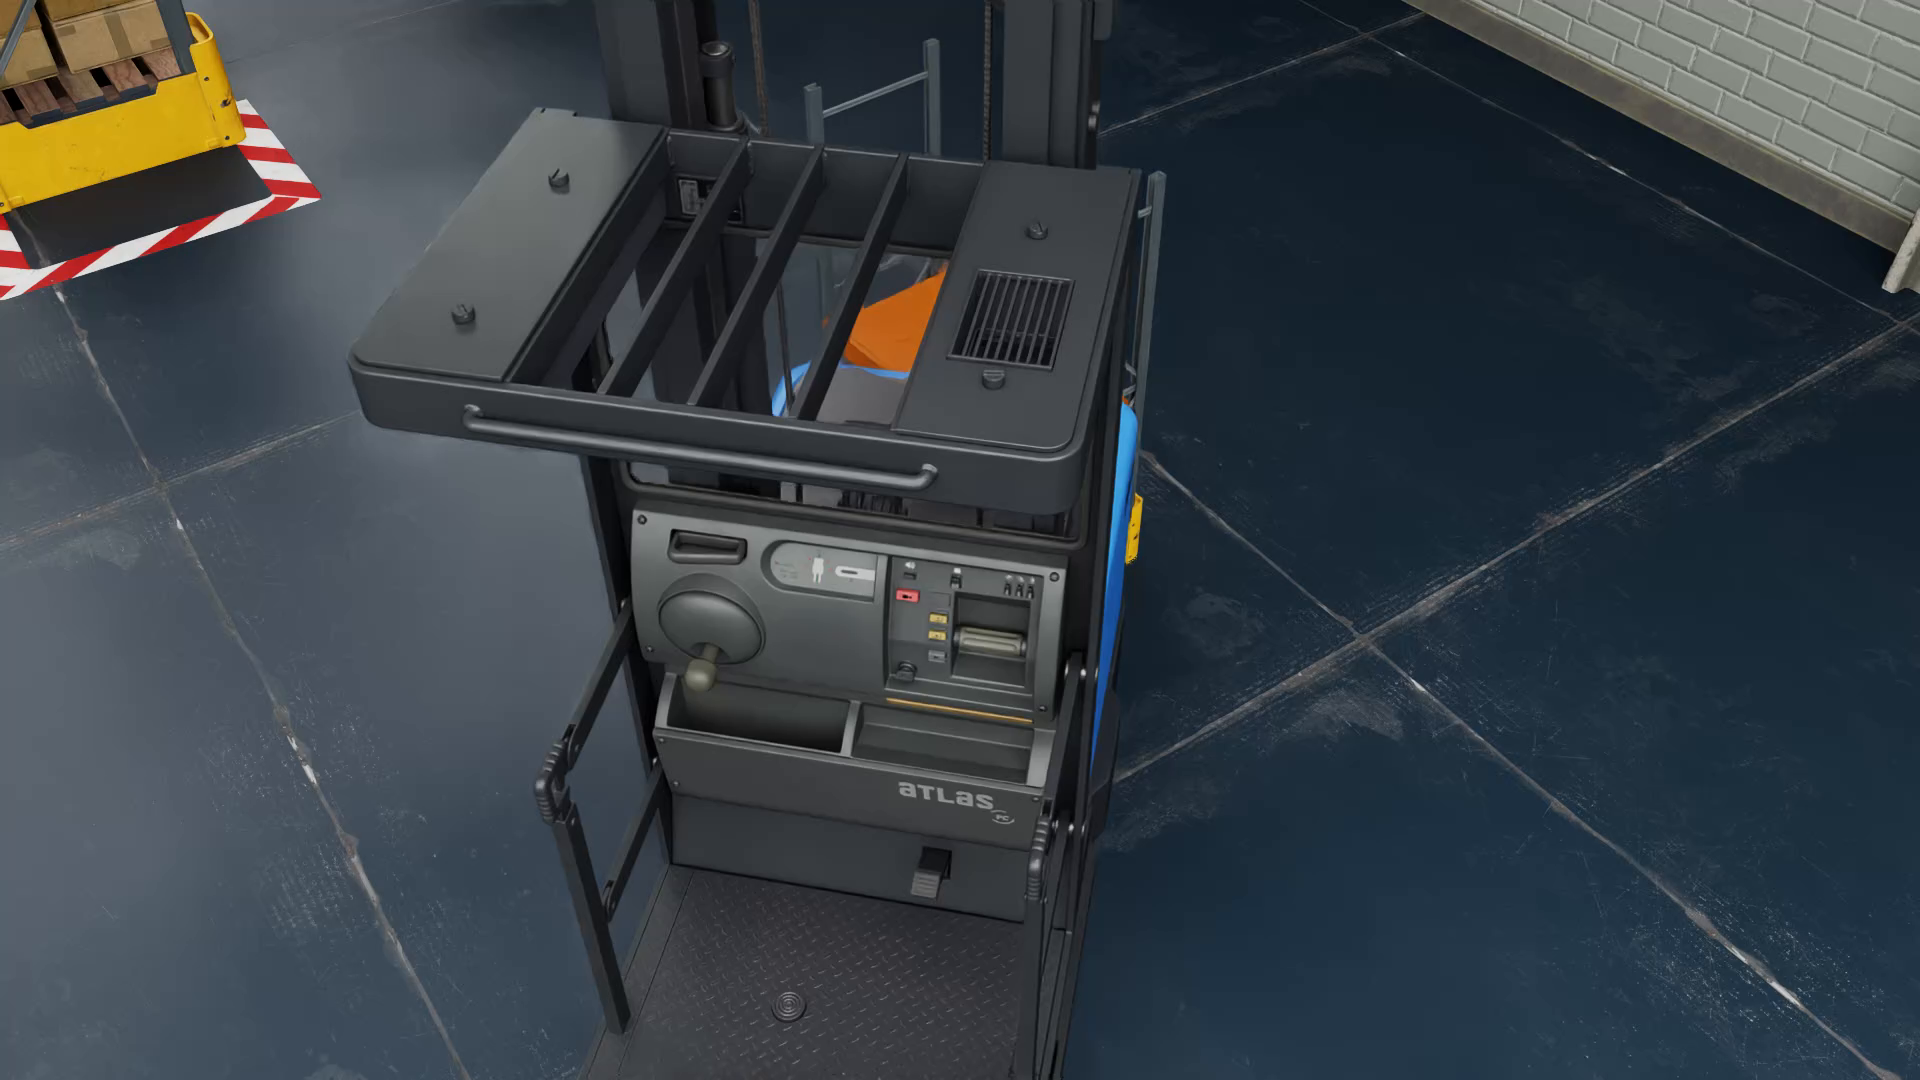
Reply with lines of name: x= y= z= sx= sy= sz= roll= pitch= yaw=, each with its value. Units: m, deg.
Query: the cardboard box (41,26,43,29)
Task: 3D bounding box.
cardboard box: x=-4.337 y=-2.775 z=8.172 sx=0.500 sy=0.250 sz=0.500 roll=-24 pitch=49 yaw=-23

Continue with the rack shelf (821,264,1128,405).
rack shelf: x=0.054 y=-0.519 z=5.468 sx=0.538 sy=0.185 sz=1.000 roll=-29 pitch=51 yaw=-27

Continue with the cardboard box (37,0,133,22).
cardboard box: x=-4.065 y=-2.767 z=7.621 sx=0.500 sy=0.500 sz=0.500 roll=-27 pitch=50 yaw=-26

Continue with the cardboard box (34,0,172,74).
cardboard box: x=-4.051 y=-2.483 z=7.866 sx=0.500 sy=0.250 sz=0.500 roll=-26 pitch=49 yaw=-25

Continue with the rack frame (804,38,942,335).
rack frame: x=-0.267 y=-0.922 z=5.629 sx=0.500 sy=1.500 sz=0.032 roll=-29 pitch=51 yaw=-27

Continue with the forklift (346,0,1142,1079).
forklift: x=-0.284 y=0.253 z=3.362 sx=1.130 sy=2.935 sz=3.031 roll=8 pitch=44 yaw=8

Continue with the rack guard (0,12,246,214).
rack guard: x=-3.860 y=-1.898 z=7.377 sx=1.175 sy=0.500 sz=0.348 roll=-26 pitch=49 yaw=-24

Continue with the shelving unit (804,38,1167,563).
shelving unit: x=0.048 y=-0.654 z=5.349 sx=0.587 sy=1.500 sz=1.083 roll=-29 pitch=51 yaw=-27

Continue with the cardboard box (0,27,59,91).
cardboard box: x=-4.513 y=-2.282 z=7.655 sx=0.500 sy=0.250 sz=0.500 roll=-26 pitch=49 yaw=-25

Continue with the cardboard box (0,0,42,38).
cardboard box: x=-4.488 y=-2.539 z=7.381 sx=0.500 sy=0.500 sz=0.500 roll=-25 pitch=49 yaw=-24

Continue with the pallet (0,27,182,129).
pallet: x=-4.295 y=-2.268 z=7.973 sx=1.003 sy=0.211 sz=1.213 roll=-26 pitch=49 yaw=-24

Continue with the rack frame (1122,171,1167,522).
rack frame: x=0.375 y=-0.377 z=5.059 sx=0.500 sy=1.500 sz=0.032 roll=-29 pitch=51 yaw=-27

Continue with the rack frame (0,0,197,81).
rack frame: x=-3.816 y=-2.760 z=6.468 sx=1.000 sy=3.000 sz=0.127 roll=-26 pitch=49 yaw=-24

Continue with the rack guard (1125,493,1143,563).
rack guard: x=0.362 y=0.065 z=5.501 sx=0.587 sy=0.250 sz=0.087 roll=-29 pitch=51 yaw=-27
